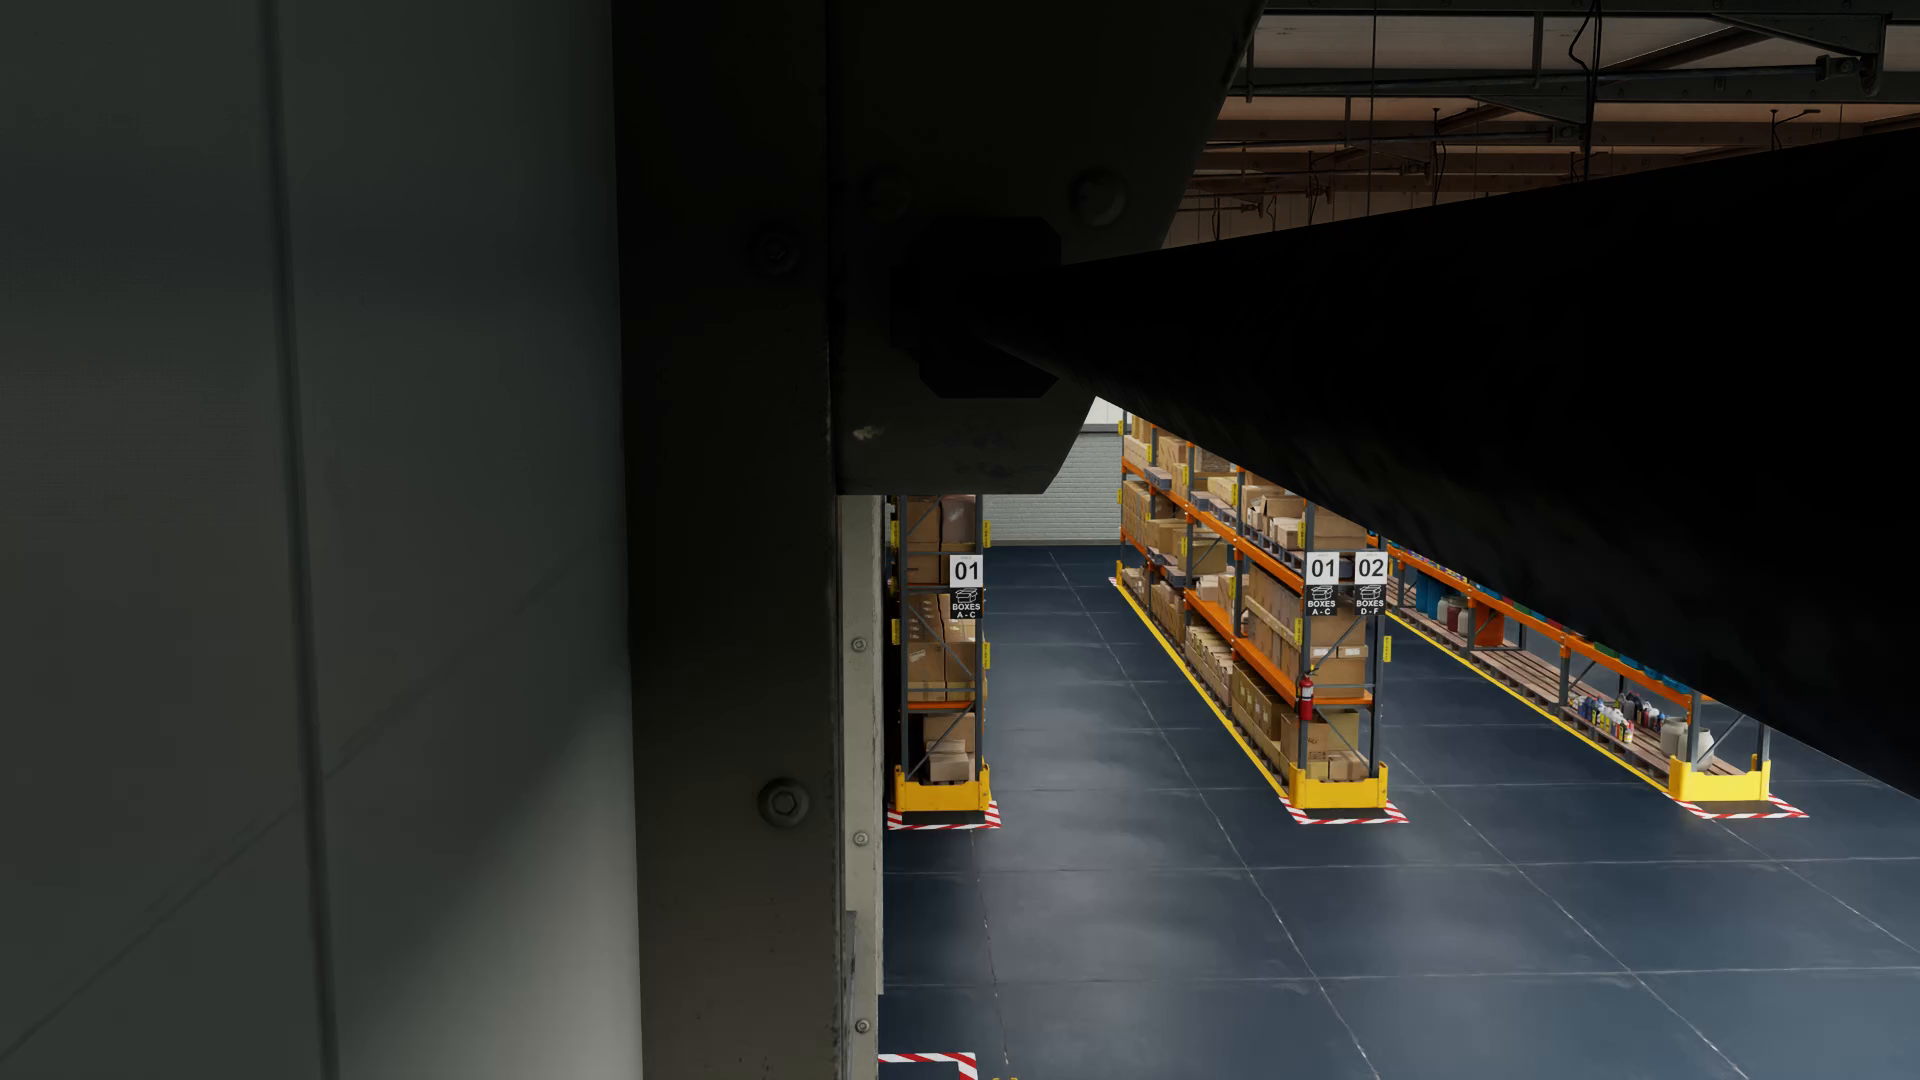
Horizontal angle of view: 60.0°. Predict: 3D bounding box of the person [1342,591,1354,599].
[{"bbox_3d":[7.515,0.756,32.079,0.571,1.722,0.453,-8,12,-43],"label":"person"}]
